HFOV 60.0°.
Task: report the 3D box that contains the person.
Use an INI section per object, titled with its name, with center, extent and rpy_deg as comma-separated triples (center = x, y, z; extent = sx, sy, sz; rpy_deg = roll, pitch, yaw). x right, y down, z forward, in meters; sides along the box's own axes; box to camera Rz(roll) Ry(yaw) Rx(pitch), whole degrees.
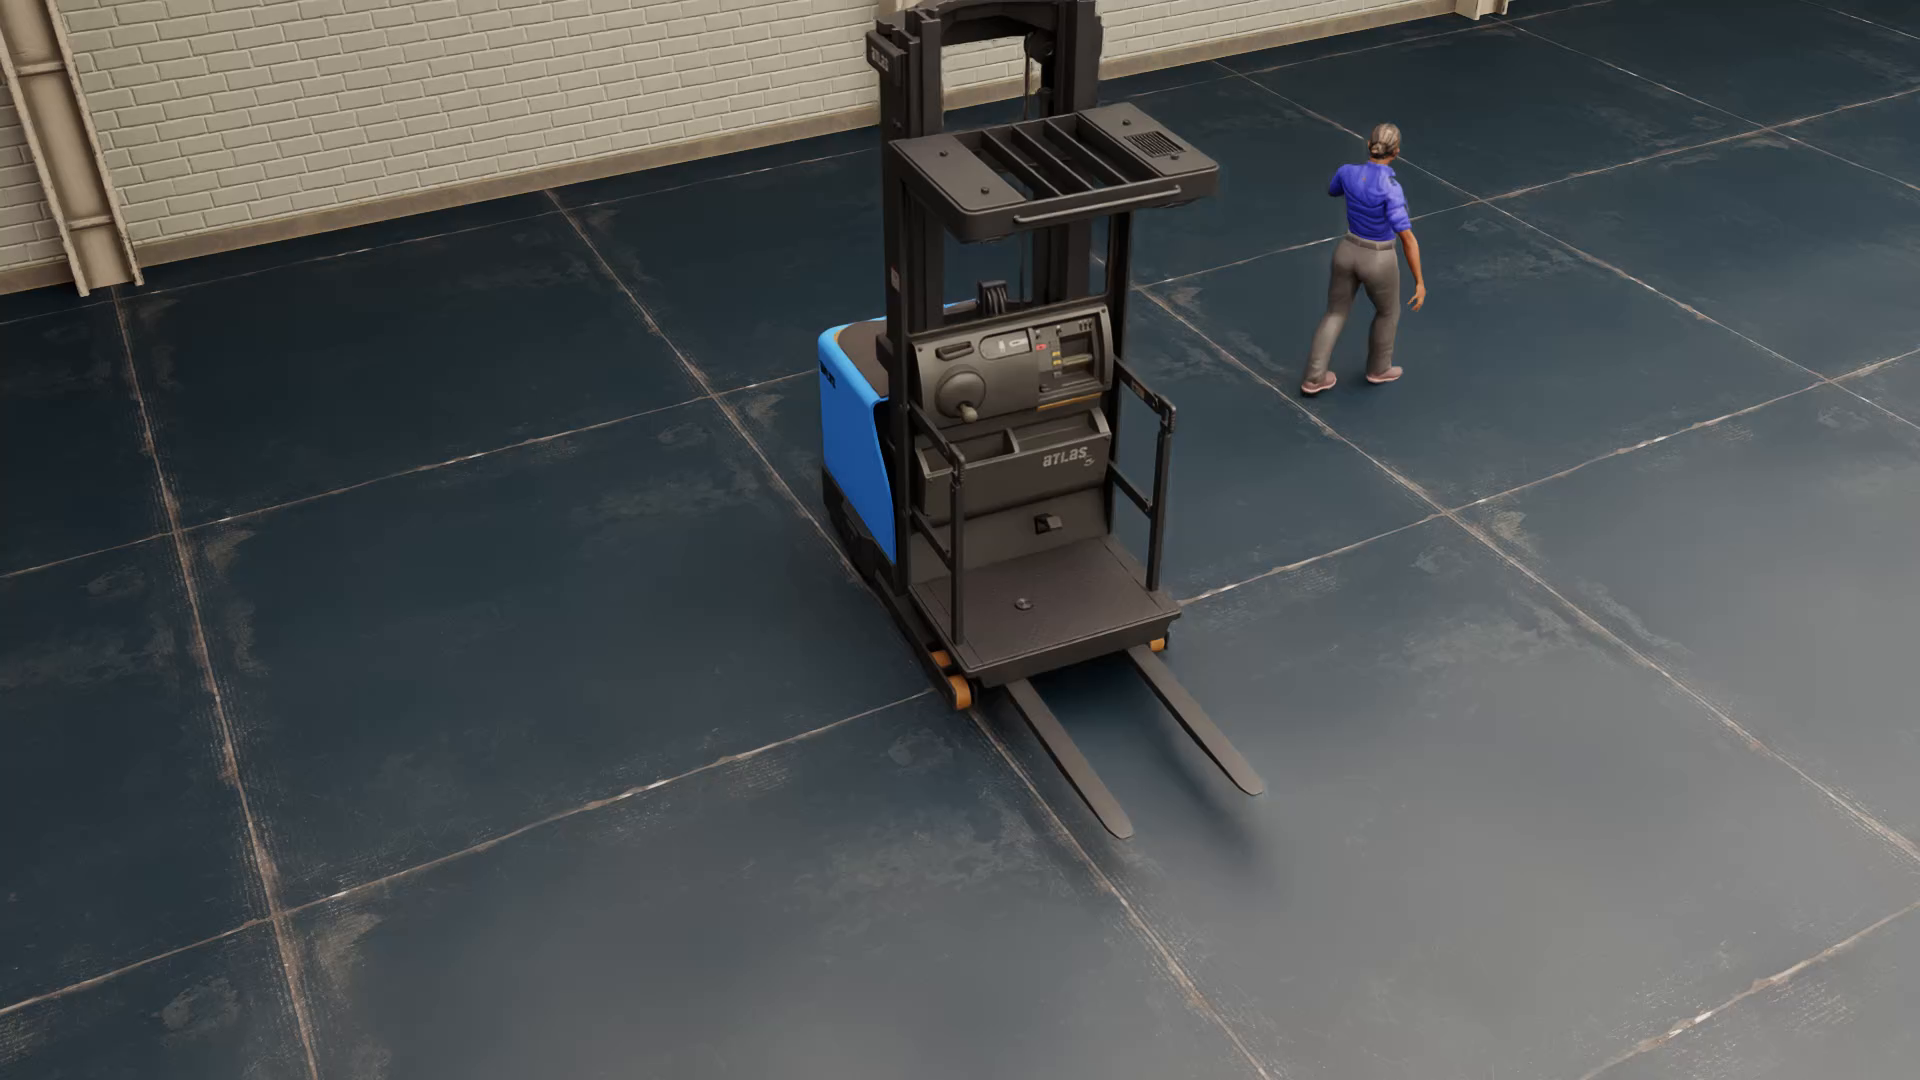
[person]
center = 2.388, -1.597, 9.531
extent = 0.724, 1.639, 0.891
rpy_deg = -29, 44, -34

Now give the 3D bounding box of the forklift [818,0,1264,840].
[forklift]
center = 0.332, -0.705, 7.121
extent = 1.130, 2.935, 3.031
rpy_deg = -14, 38, -19
